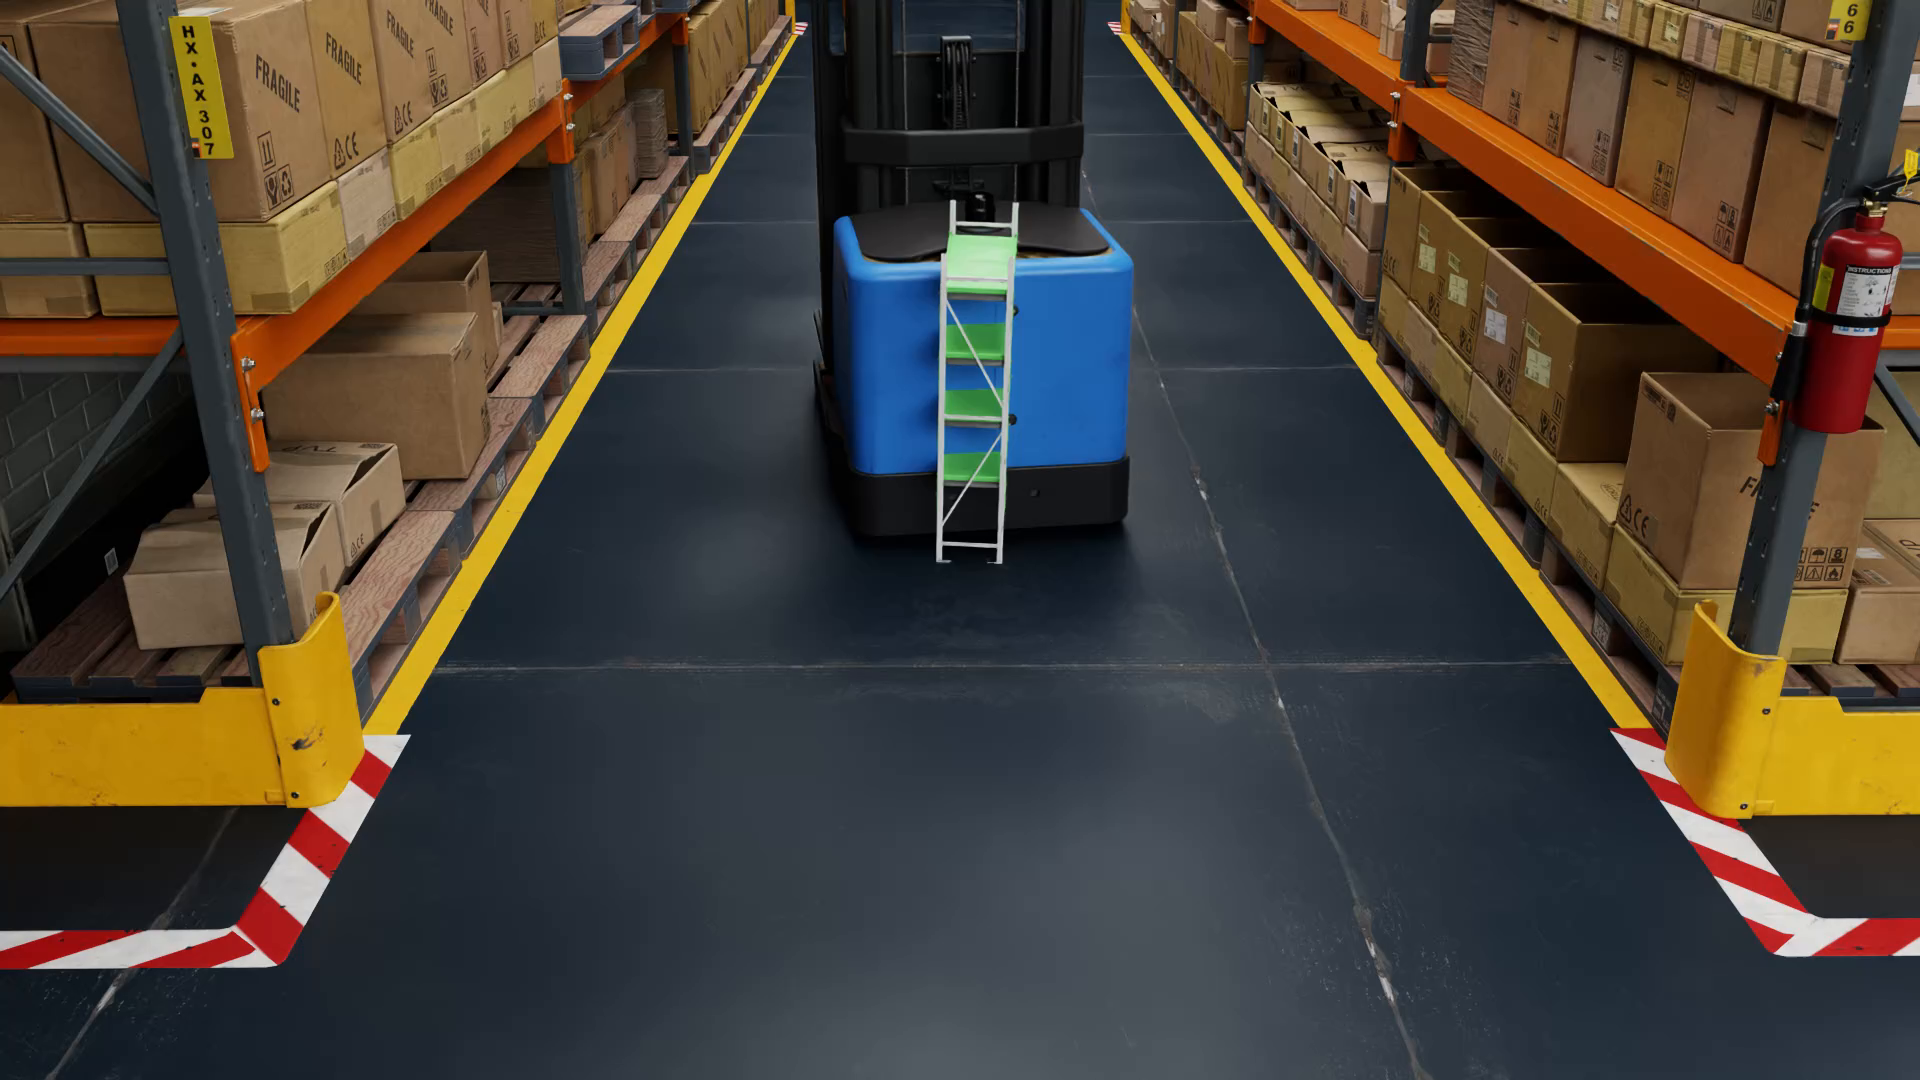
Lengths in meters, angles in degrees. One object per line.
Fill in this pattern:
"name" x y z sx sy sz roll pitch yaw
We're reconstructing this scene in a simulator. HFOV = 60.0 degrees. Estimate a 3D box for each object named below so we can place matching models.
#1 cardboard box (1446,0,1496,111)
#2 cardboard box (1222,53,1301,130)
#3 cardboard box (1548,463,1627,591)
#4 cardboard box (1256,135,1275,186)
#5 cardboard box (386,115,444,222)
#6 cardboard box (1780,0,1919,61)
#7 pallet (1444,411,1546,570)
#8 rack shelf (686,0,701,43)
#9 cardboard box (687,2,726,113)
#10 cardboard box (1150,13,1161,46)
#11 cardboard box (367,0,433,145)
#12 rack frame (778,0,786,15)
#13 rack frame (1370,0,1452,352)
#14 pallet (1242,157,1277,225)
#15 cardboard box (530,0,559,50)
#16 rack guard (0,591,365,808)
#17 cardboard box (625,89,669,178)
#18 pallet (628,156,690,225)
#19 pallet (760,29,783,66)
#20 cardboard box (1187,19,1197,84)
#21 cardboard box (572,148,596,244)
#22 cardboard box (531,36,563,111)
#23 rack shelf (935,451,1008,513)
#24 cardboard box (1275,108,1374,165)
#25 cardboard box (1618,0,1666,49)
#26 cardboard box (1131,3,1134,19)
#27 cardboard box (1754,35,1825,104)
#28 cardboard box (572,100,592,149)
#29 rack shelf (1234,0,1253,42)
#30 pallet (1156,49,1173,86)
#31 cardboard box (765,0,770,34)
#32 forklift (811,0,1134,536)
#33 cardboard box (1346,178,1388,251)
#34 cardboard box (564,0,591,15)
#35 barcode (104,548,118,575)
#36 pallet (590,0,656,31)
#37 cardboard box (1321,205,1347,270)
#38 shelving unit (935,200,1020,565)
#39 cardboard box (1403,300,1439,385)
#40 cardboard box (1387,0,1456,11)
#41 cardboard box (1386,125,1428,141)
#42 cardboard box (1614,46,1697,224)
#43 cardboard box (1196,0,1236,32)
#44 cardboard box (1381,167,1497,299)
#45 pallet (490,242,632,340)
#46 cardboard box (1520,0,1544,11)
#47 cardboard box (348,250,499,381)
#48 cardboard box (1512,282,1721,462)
"cardboard box" 2.596 -2.197 7.346 0.700 0.500 0.500 -1 24 -2
"cardboard box" 2.296 -3.428 12.690 0.500 0.500 0.500 1 24 2
"cardboard box" 2.309 -0.050 5.548 0.500 0.250 0.500 0 24 -1
"cardboard box" 2.259 -2.497 10.958 0.500 0.250 0.500 -1 24 -2
"cardboard box" -2.033 -1.229 5.486 0.500 0.250 0.500 -1 24 -1
"cardboard box" 2.635 -1.537 4.313 0.700 0.500 0.500 0 24 0
"pallet" 2.567 -0.232 6.506 1.003 0.211 1.213 0 24 -1
"rack shelf" -2.434 -4.455 13.333 1.077 0.370 4.000 0 24 -1
"cardboard box" -2.293 -3.835 13.189 0.750 0.750 0.750 0 24 -1
"cardboard box" 2.199 -5.149 16.723 0.500 0.311 0.500 0 24 -1
"cardboard box" -2.025 -1.559 5.306 0.500 0.500 0.500 -1 24 -2
"rack frame" -2.500 -7.255 18.652 1.000 3.000 0.127 0 24 -1
"rack frame" 2.584 -2.334 7.771 1.000 3.000 0.127 0 24 -1
"pallet" 2.511 -2.373 11.240 1.003 0.211 1.213 0 24 -1
"cardboard box" -2.055 -2.399 7.163 0.500 0.500 0.500 0 24 -1
"rack guard" -2.326 0.445 4.658 1.175 0.500 0.348 0 24 -1
"cardboard box" -2.353 -2.724 11.132 0.700 0.500 0.500 0 24 0
"pallet" -2.406 -2.366 11.226 1.003 0.211 1.213 0 24 -1
"pallet" -2.403 -5.154 17.390 1.003 0.211 1.213 0 24 -1
"cardboard box" 2.276 -4.272 14.555 0.500 0.500 0.500 0 24 0
"cardboard box" -2.449 -1.888 9.284 0.700 0.500 0.500 -1 24 -2
"cardboard box" -2.061 -2.057 7.317 0.500 0.250 0.500 0 24 0
"rack shelf" 0.054 -0.293 6.115 0.258 0.148 0.480 3 32 2
"cardboard box" 2.270 -2.533 10.357 0.500 0.311 0.500 -1 24 -2
"cardboard box" 2.418 -1.717 5.498 0.380 0.149 0.250 0 24 1
"cardboard box" 2.117 -5.911 18.585 0.380 0.166 0.250 0 24 -1
"cardboard box" 2.429 -1.292 4.557 0.380 0.149 0.250 0 24 1
"cardboard box" -2.411 -2.413 9.534 0.500 0.250 0.500 -1 24 -2
"rack shelf" 2.519 -4.479 13.386 1.077 0.370 4.000 0 24 -1
"pallet" 2.491 -4.643 16.260 1.003 0.211 1.213 0 24 -1
"cardboard box" -2.381 -5.606 17.529 0.700 0.500 0.500 -1 24 -2
"forklift" -0.081 -1.926 6.951 1.130 2.935 3.031 -3 25 -7
"cardboard box" 2.293 -1.694 8.502 0.500 0.311 0.500 0 24 -1
"cardboard box" -2.339 -2.997 8.581 0.700 0.500 0.500 2 24 5
"barcode" -2.643 0.067 5.179 0.001 0.075 0.075 0 24 -1
"pallet" -2.350 -3.056 9.599 1.003 0.211 1.213 0 24 -1
"cardboard box" 2.286 -1.651 9.087 0.500 0.250 0.500 -1 24 -1
"shelving unit" 0.060 -0.550 5.953 0.258 1.200 0.503 3 32 2
"cardboard box" 2.287 -0.874 7.370 0.500 0.250 0.500 0 24 -1
"cardboard box" 2.587 -2.913 8.930 0.500 0.500 0.500 1 24 3
"cardboard box" 2.811 -2.333 9.915 0.500 0.311 0.500 0 24 1
"cardboard box" 2.626 -1.345 5.462 0.700 0.500 0.500 0 24 0
"cardboard box" 2.270 -4.421 13.976 0.500 0.250 0.500 0 24 0
"cardboard box" 2.276 -1.422 7.671 0.500 0.500 0.500 0 24 -1
"pallet" -2.379 -1.361 9.002 1.003 0.211 1.213 0 24 -1
"cardboard box" 2.406 -2.143 6.439 0.380 0.149 0.250 -1 24 -2
"cardboard box" -2.318 -0.944 7.198 0.500 0.500 0.500 -2 24 -5
"cardboard box" 2.299 -0.598 5.849 0.500 0.500 0.500 0 24 -1
